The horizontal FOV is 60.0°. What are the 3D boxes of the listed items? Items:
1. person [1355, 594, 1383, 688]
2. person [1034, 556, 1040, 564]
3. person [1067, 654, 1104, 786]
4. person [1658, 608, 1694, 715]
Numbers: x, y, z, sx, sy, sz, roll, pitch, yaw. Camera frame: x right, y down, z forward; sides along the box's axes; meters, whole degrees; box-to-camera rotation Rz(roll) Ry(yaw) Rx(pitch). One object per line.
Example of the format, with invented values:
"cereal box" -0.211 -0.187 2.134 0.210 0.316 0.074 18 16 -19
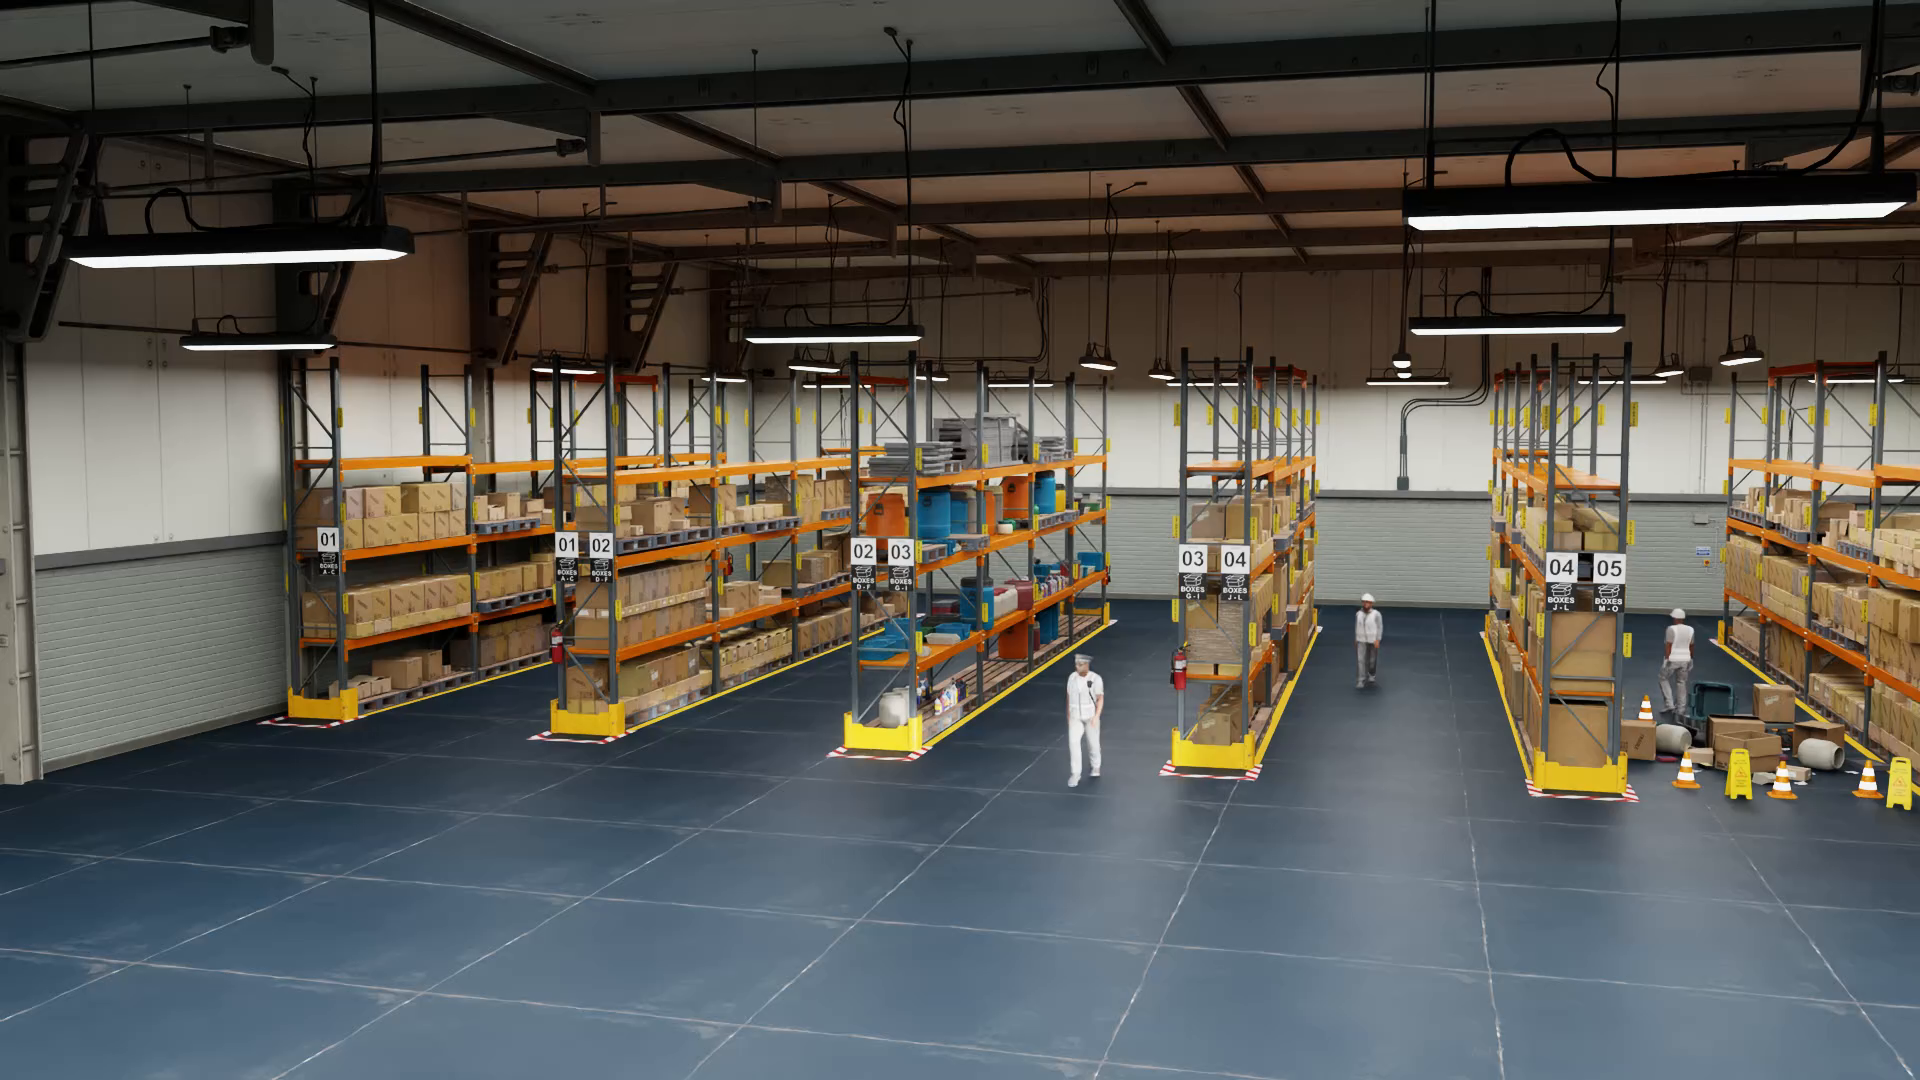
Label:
"person" 7.590 1.862 30.901 0.531 1.715 1.074 1 4 18
"person" 1.807 1.236 39.950 0.560 1.693 0.532 1 4 8
"person" 1.697 2.448 22.920 0.567 1.758 0.862 2 4 20
"person" 12.102 2.058 28.061 0.587 1.801 0.408 0 4 -5
